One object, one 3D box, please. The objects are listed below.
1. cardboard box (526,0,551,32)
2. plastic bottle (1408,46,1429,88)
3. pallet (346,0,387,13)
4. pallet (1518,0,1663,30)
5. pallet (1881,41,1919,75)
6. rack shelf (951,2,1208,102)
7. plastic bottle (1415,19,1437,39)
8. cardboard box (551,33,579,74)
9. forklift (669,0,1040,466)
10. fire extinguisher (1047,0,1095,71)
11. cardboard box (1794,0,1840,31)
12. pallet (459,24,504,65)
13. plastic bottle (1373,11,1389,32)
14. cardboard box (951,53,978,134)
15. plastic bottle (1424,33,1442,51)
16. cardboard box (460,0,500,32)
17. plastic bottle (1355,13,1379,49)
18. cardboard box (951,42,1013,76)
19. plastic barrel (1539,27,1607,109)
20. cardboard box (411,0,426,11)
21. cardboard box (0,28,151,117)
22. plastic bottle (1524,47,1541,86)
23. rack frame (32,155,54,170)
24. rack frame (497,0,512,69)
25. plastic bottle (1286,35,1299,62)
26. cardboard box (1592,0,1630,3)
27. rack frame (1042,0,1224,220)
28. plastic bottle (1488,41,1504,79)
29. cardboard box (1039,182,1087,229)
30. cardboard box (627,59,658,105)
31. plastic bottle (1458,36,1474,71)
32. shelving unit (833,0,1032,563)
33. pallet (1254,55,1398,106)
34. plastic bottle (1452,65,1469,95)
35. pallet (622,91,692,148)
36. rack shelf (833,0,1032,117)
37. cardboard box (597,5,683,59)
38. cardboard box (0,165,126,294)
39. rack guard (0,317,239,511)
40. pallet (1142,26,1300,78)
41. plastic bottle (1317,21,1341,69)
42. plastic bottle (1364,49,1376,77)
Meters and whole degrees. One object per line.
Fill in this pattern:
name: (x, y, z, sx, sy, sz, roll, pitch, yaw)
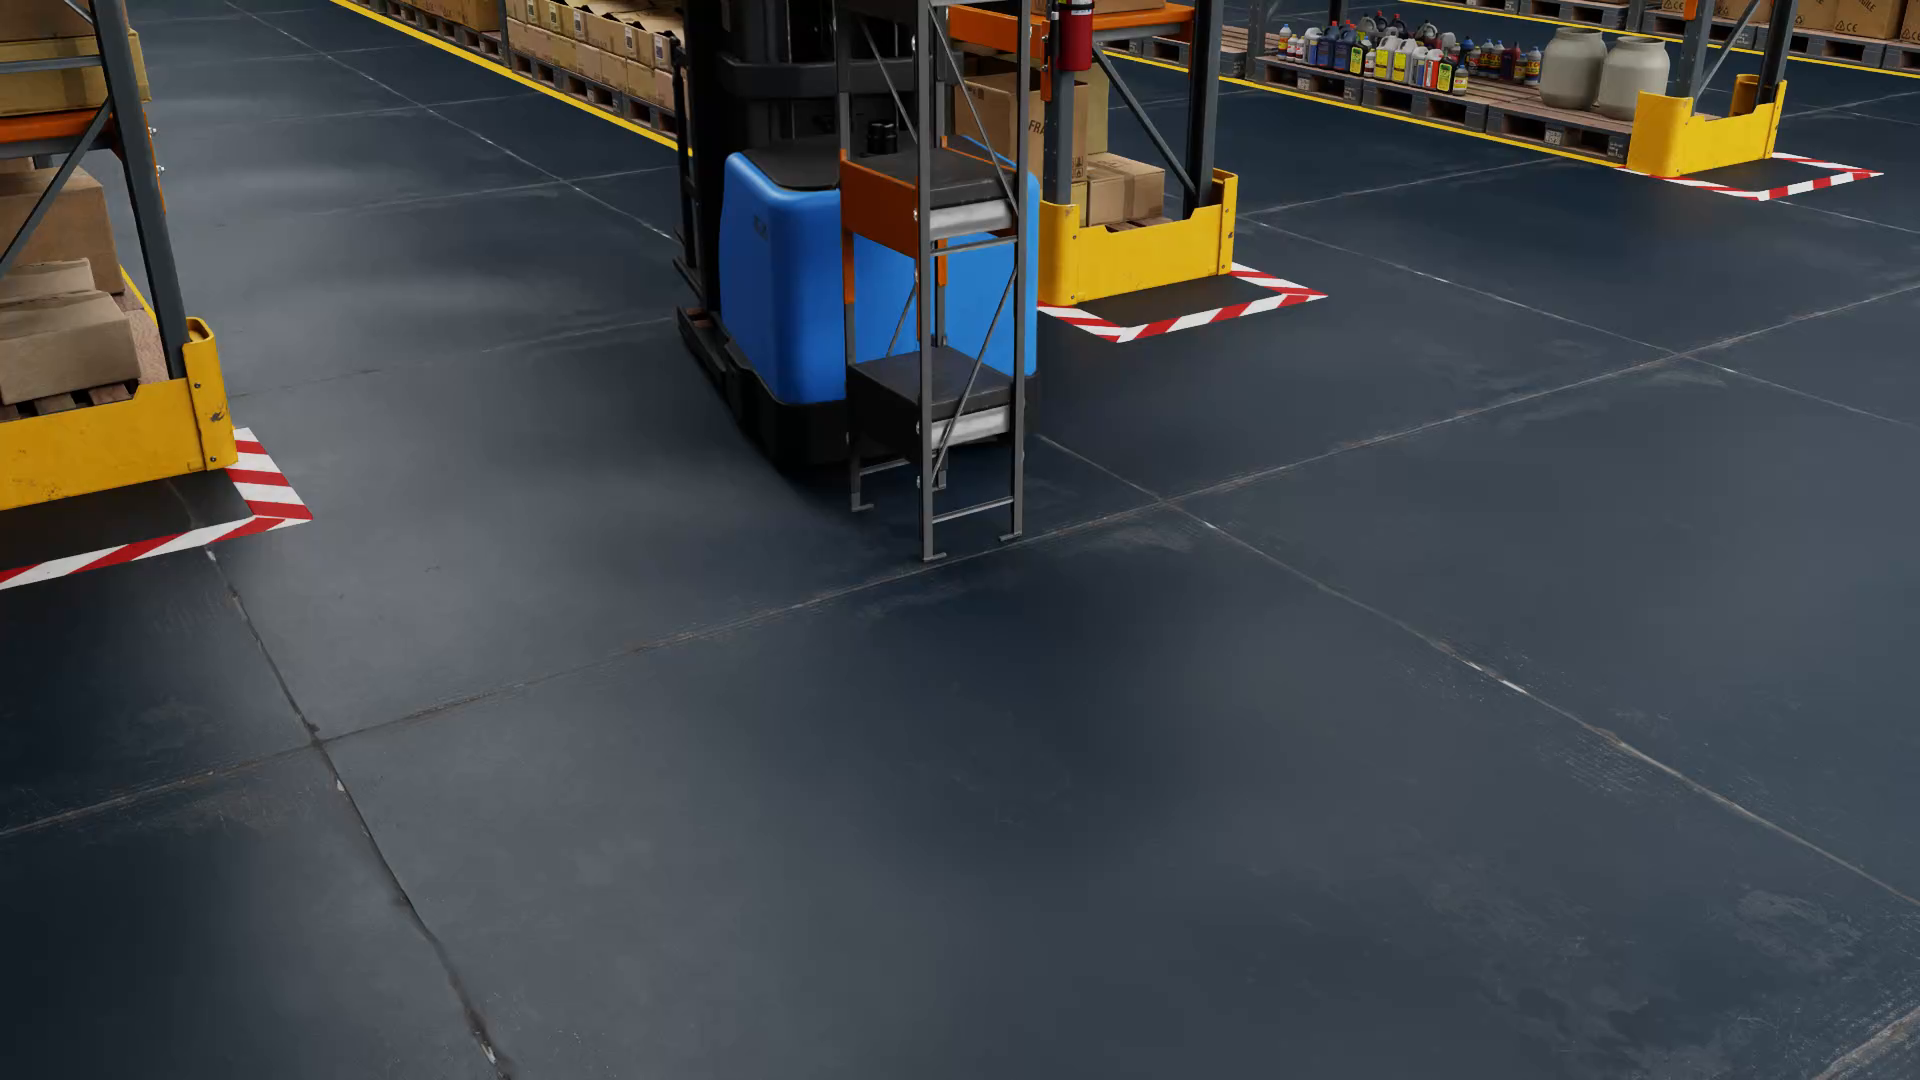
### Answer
cardboard box: (-3.178, -4.322, 13.463, 0.500, 0.311, 0.500, -16, 30, -31)
plastic bottle: (3.448, -3.523, 12.375, 0.152, 0.276, 0.135, -16, 30, -31)
pallet: (-6.069, -5.979, 18.168, 1.003, 0.211, 1.213, -16, 29, -30)
pallet: (6.548, -5.457, 17.063, 1.003, 0.211, 1.213, -16, 29, -30)
pallet: (8.702, -4.074, 14.133, 1.003, 0.211, 1.213, -16, 29, -30)
rack shelf: (-0.236, -3.092, 9.629, 1.077, 0.370, 4.000, -16, 29, -30)
plastic bottle: (3.698, -3.940, 13.169, 0.144, 0.351, 0.185, -16, 29, -30)
cardboard box: (-2.908, -3.890, 13.206, 0.500, 0.250, 0.500, -16, 30, -31)
forklift: (-0.663, -2.205, 6.987, 1.130, 2.935, 3.031, -9, 27, -18)
fire extinguisher: (0.531, -2.517, 7.658, 0.296, 0.674, 0.183, -16, 29, -30)
cardboard box: (7.883, -4.940, 15.138, 0.500, 0.500, 0.500, -19, 31, -34)
pallet: (-3.887, -4.578, 15.201, 1.003, 0.211, 1.213, -16, 29, -30)
plastic bottle: (3.417, -4.124, 13.559, 0.144, 0.351, 0.185, -16, 30, -31)
cardboard box: (-0.245, -2.464, 9.307, 0.500, 0.500, 0.500, -16, 29, -30)
plastic bottle: (3.695, -3.825, 13.005, 0.061, 0.283, 0.133, -16, 29, -30)
cardboard box: (-4.219, -4.912, 15.054, 0.500, 0.500, 0.500, -14, 29, -28)
plastic bottle: (3.297, -4.090, 13.488, 0.144, 0.351, 0.185, -16, 29, -30)
cardboard box: (0.191, -2.586, 9.564, 0.500, 0.500, 0.500, -16, 29, -30)
plastic barrel: (4.311, -3.317, 11.685, 0.421, 0.512, 0.421, 0, 25, 0)
cardboard box: (-5.068, -5.464, 16.224, 0.500, 0.500, 0.500, -15, 29, -29)
cardboard box: (-3.293, -1.736, 6.066, 0.500, 0.250, 0.500, -17, 30, -31)
plastic bottle: (4.279, -3.541, 12.419, 0.097, 0.271, 0.097, 0, 25, 0)
rack frame: (-5.476, -2.977, 8.543, 1.000, 3.000, 0.127, -16, 29, -30)
rack frame: (-3.511, -5.564, 14.022, 1.000, 3.000, 0.127, -16, 29, -30)
plastic bottle: (2.686, -3.967, 13.402, 0.097, 0.201, 0.097, 0, 25, 0)
cardboard box: (6.657, -5.733, 16.794, 0.700, 0.500, 0.500, -18, 31, -33)
rack frame: (0.856, -2.702, 7.960, 1.000, 3.000, 0.127, -16, 29, -30)
plastic bottle: (4.092, -3.664, 12.678, 0.097, 0.271, 0.097, 0, 25, 0)
cardboard box: (0.315, -1.772, 8.718, 0.500, 0.250, 0.500, -16, 29, -30)
cardboard box: (-2.072, -3.341, 12.043, 0.500, 0.250, 0.500, -16, 30, -30)
plastic bottle: (3.927, -3.772, 12.908, 0.097, 0.271, 0.097, 0, 25, 0)
shelving unit: (-0.090, -1.009, 5.427, 0.431, 2.100, 0.503, -16, 29, -30)
pallet: (3.156, -3.775, 13.499, 1.003, 0.211, 1.213, -16, 29, -30)
plastic bottle: (3.638, -3.343, 12.081, 0.097, 0.201, 0.097, 0, 25, 0)
pallet: (-1.763, -3.126, 12.125, 1.003, 0.211, 1.213, -16, 29, -30)
rack shelf: (-0.090, -1.629, 5.134, 0.431, 0.518, 0.480, -16, 29, -30)
cardboard box: (-2.349, -3.775, 12.304, 0.500, 0.311, 0.500, -16, 29, -30)
cardboard box: (-4.265, -1.361, 7.533, 0.700, 0.500, 0.500, -18, 31, -33)
rack guard: (-3.334, -0.443, 6.103, 1.175, 0.500, 0.348, -16, 29, -30)
pallet: (2.363, -4.297, 14.604, 1.003, 0.211, 1.213, -16, 29, -30)
plastic bottle: (2.917, -3.901, 13.088, 0.144, 0.351, 0.185, -15, 29, -28)
plastic bottle: (3.155, -3.660, 12.751, 0.097, 0.201, 0.097, 0, 25, 0)
